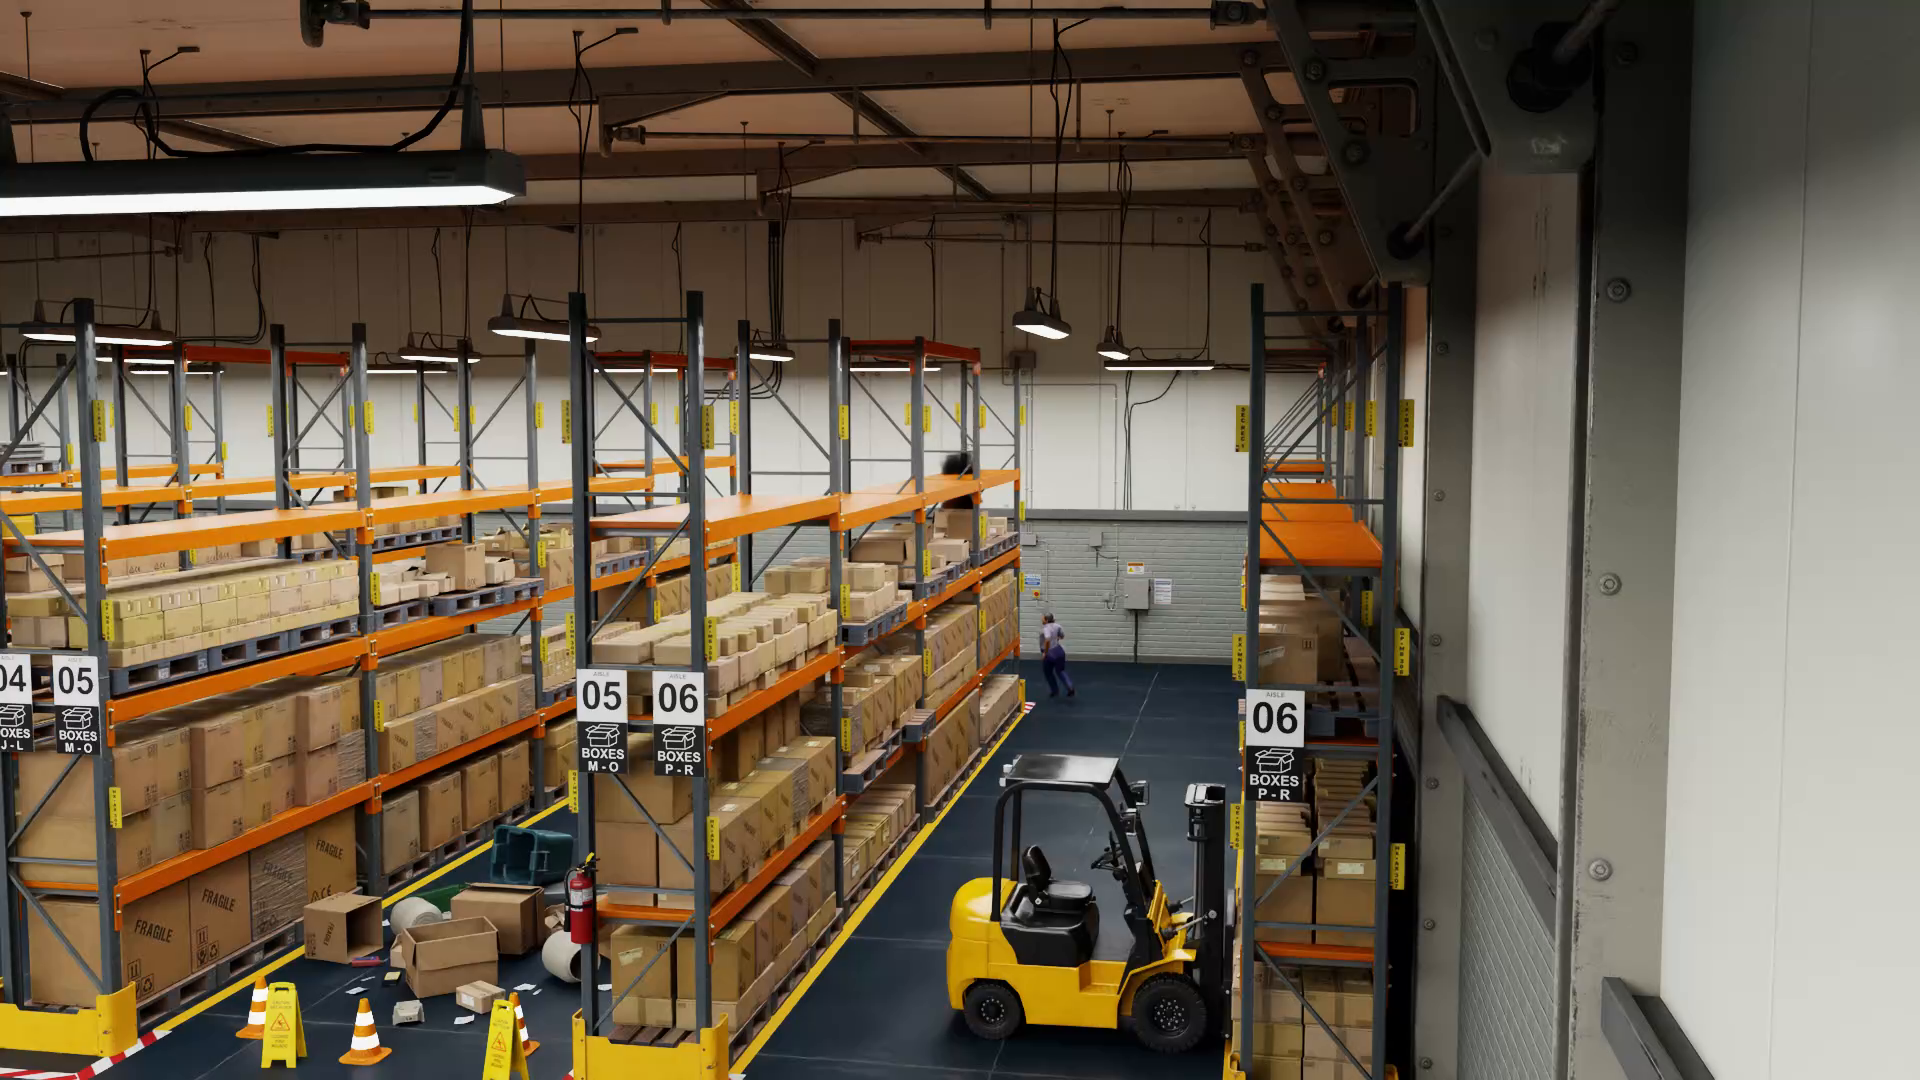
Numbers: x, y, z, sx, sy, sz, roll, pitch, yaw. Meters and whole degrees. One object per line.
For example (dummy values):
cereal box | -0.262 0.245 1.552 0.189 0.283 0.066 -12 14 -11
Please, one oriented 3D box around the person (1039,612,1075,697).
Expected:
person | 1.600 2.037 29.232 0.659 1.590 0.818 -3 6 -33
